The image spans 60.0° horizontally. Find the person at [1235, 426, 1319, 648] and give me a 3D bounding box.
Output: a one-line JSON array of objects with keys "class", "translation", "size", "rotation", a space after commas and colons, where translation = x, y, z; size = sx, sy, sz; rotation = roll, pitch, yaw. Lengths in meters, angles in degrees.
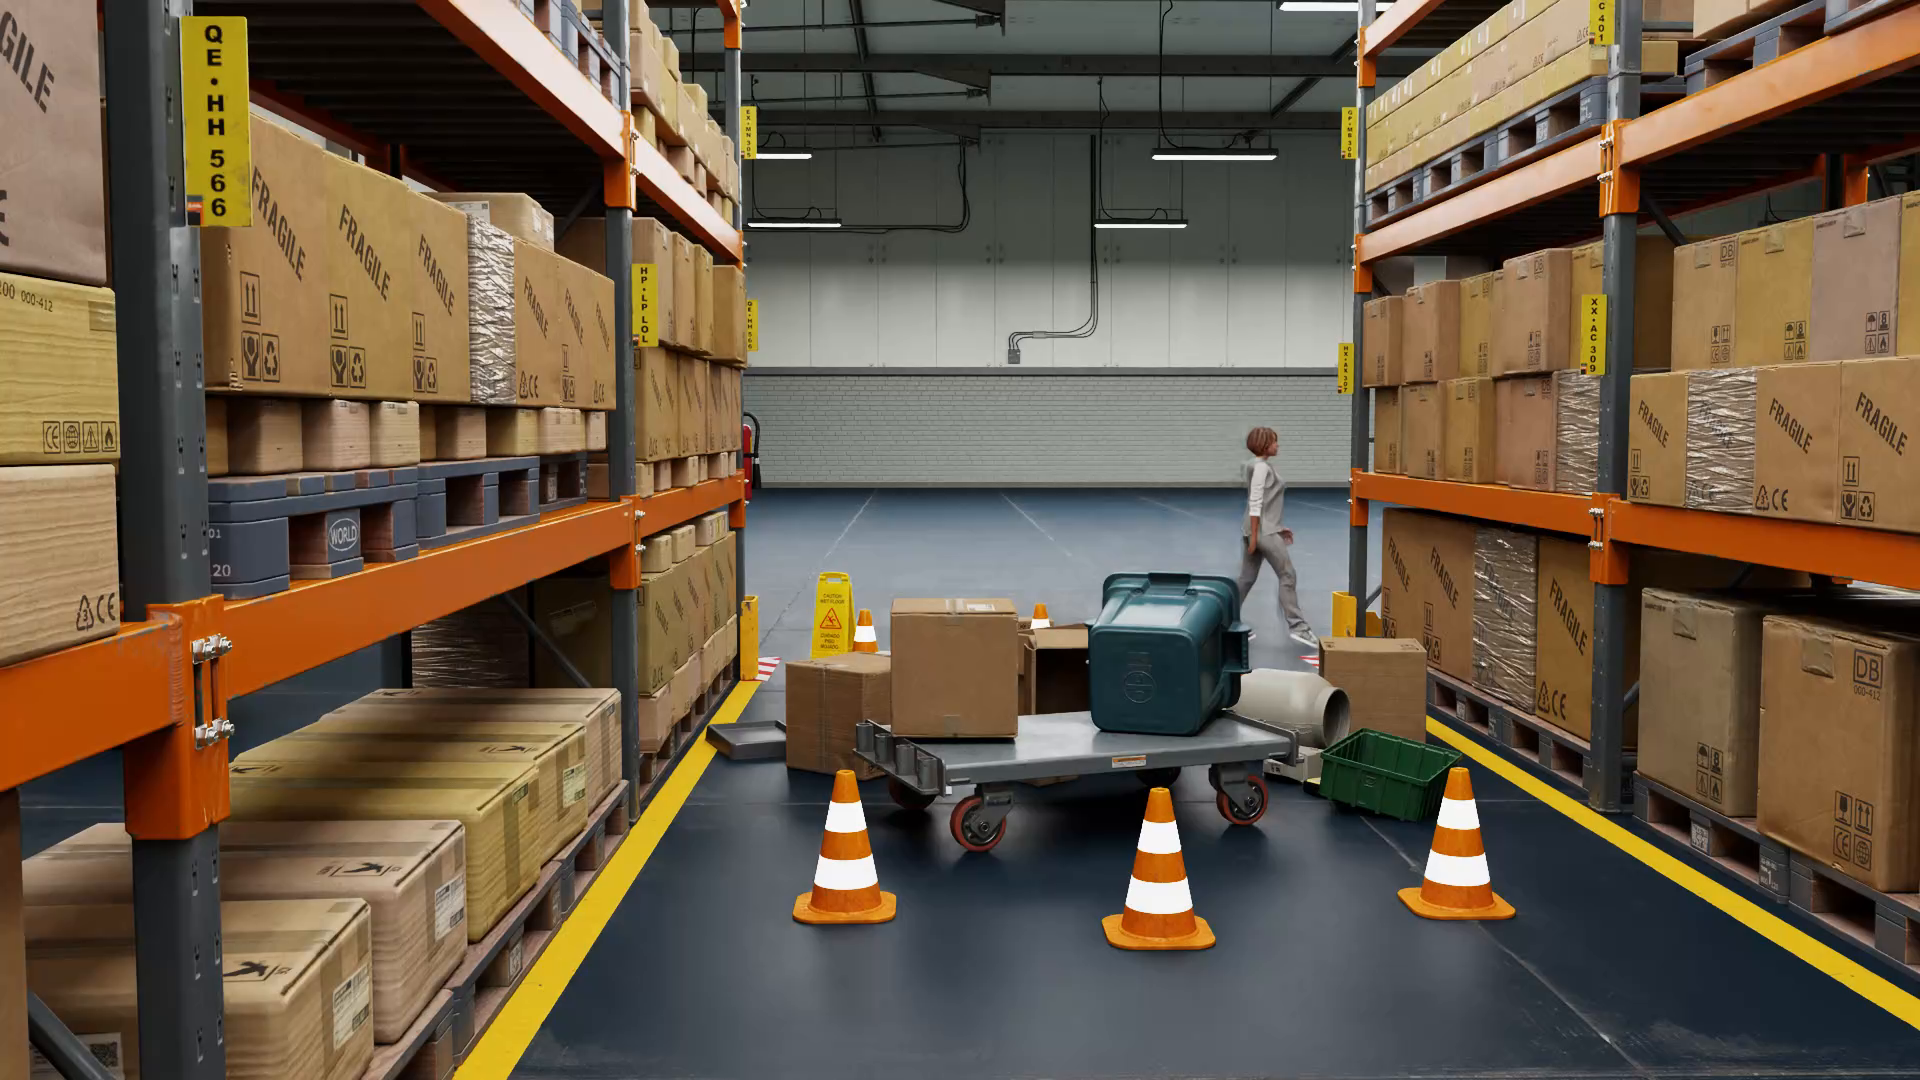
[{"class": "person", "translation": [2.263, -0.029, 12.095], "size": [0.774, 1.599, 0.422], "rotation": [0, 4, 1]}]
